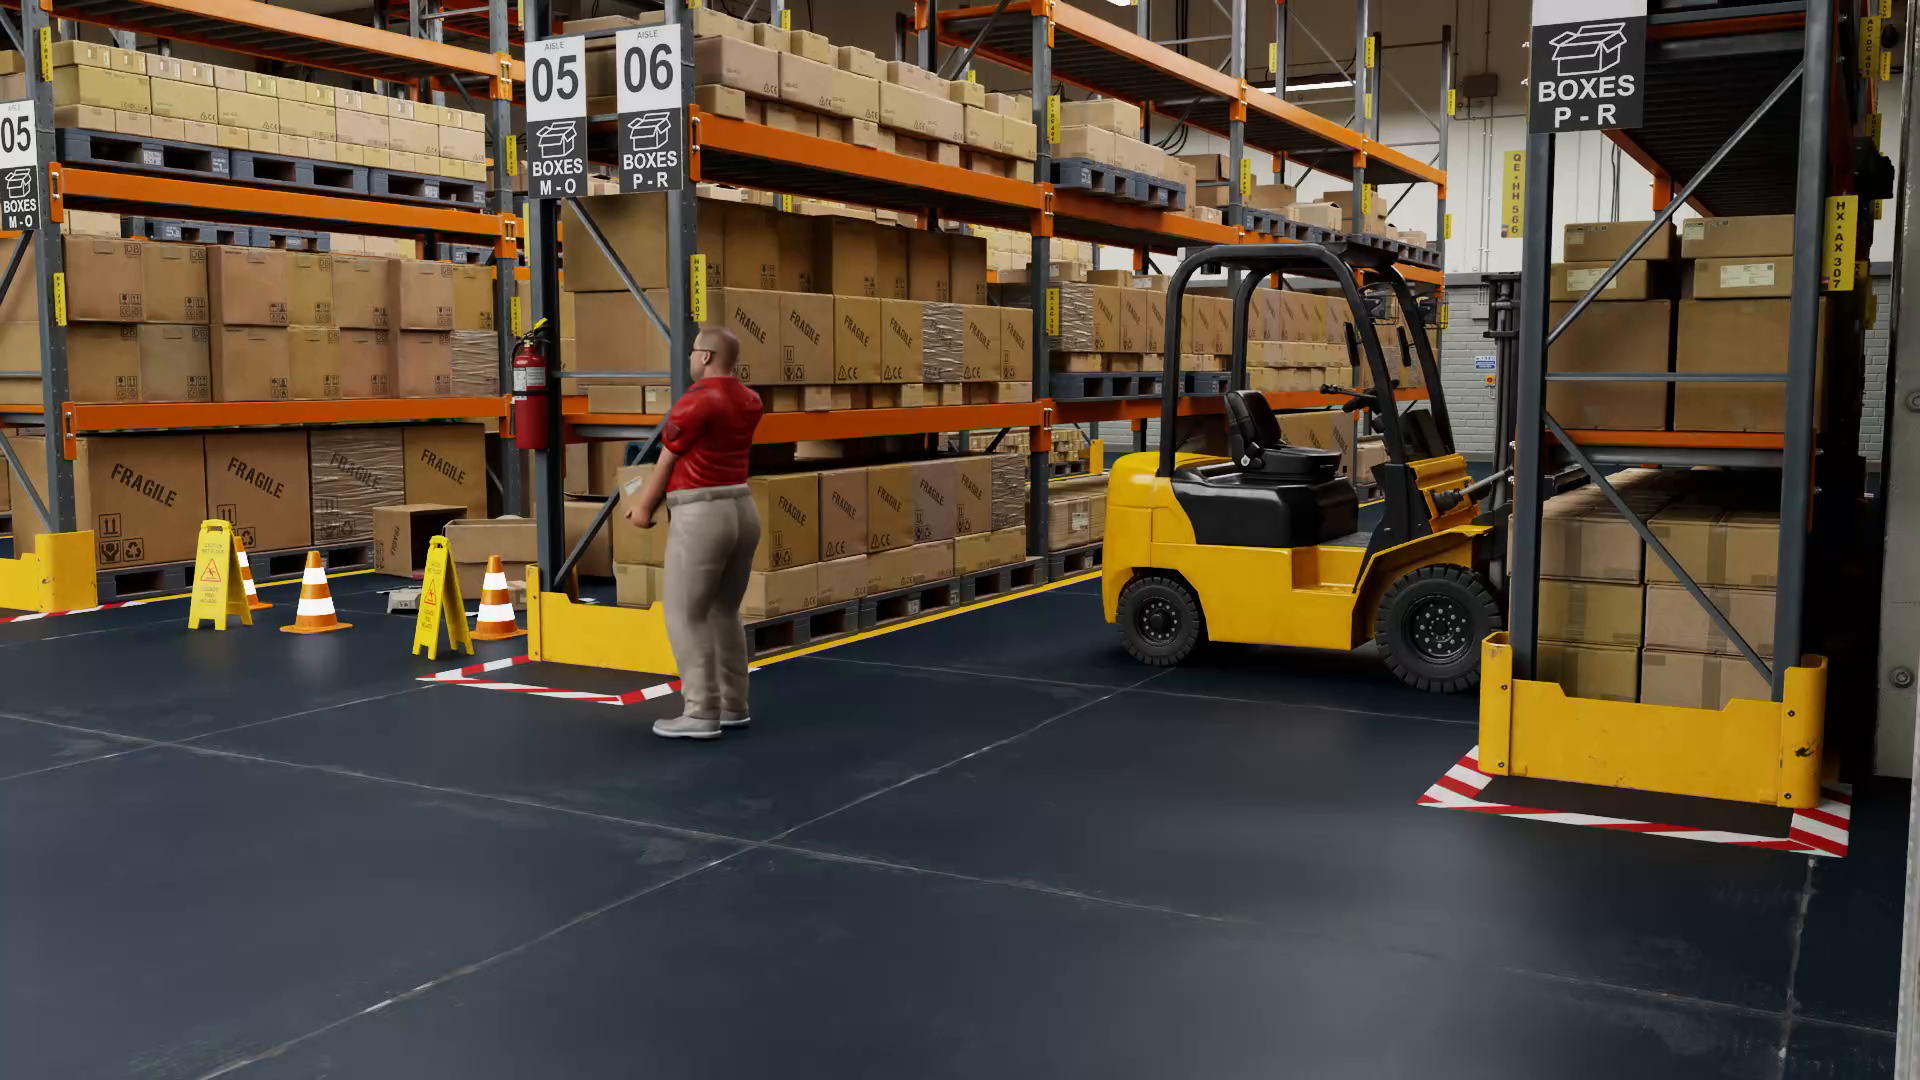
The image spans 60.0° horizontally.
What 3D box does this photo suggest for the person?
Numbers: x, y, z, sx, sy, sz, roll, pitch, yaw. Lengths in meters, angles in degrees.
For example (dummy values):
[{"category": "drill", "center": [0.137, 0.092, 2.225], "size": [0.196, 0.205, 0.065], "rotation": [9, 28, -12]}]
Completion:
[{"category": "person", "center": [-1.133, -0.039, 7.035], "size": [0.530, 1.717, 0.494], "rotation": [3, 7, 30]}]
